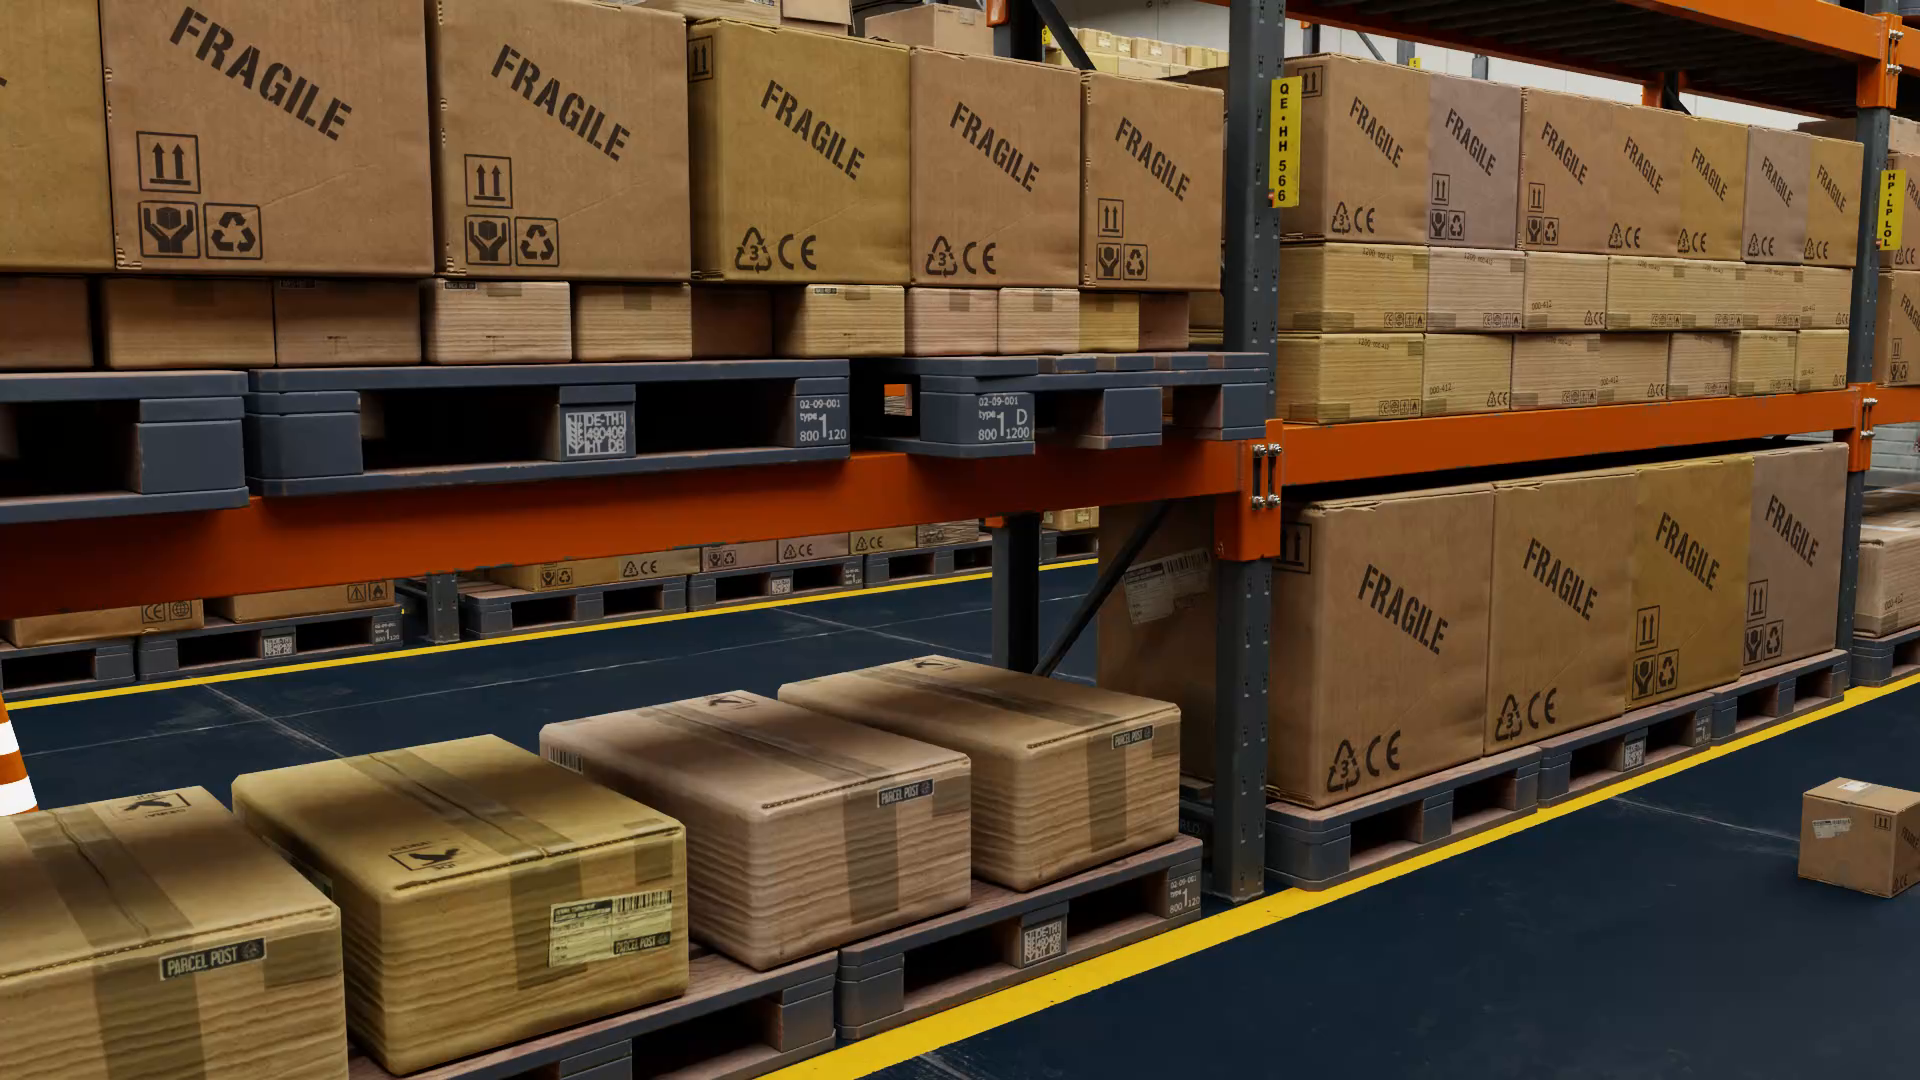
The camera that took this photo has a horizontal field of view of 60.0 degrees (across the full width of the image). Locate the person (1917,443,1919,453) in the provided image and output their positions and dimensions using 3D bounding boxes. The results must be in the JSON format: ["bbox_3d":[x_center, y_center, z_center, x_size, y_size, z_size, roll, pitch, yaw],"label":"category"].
[{"bbox_3d":[6.928,-0.736,11.462,1.019,1.593,0.492,3,8,19],"label":"person"}]
